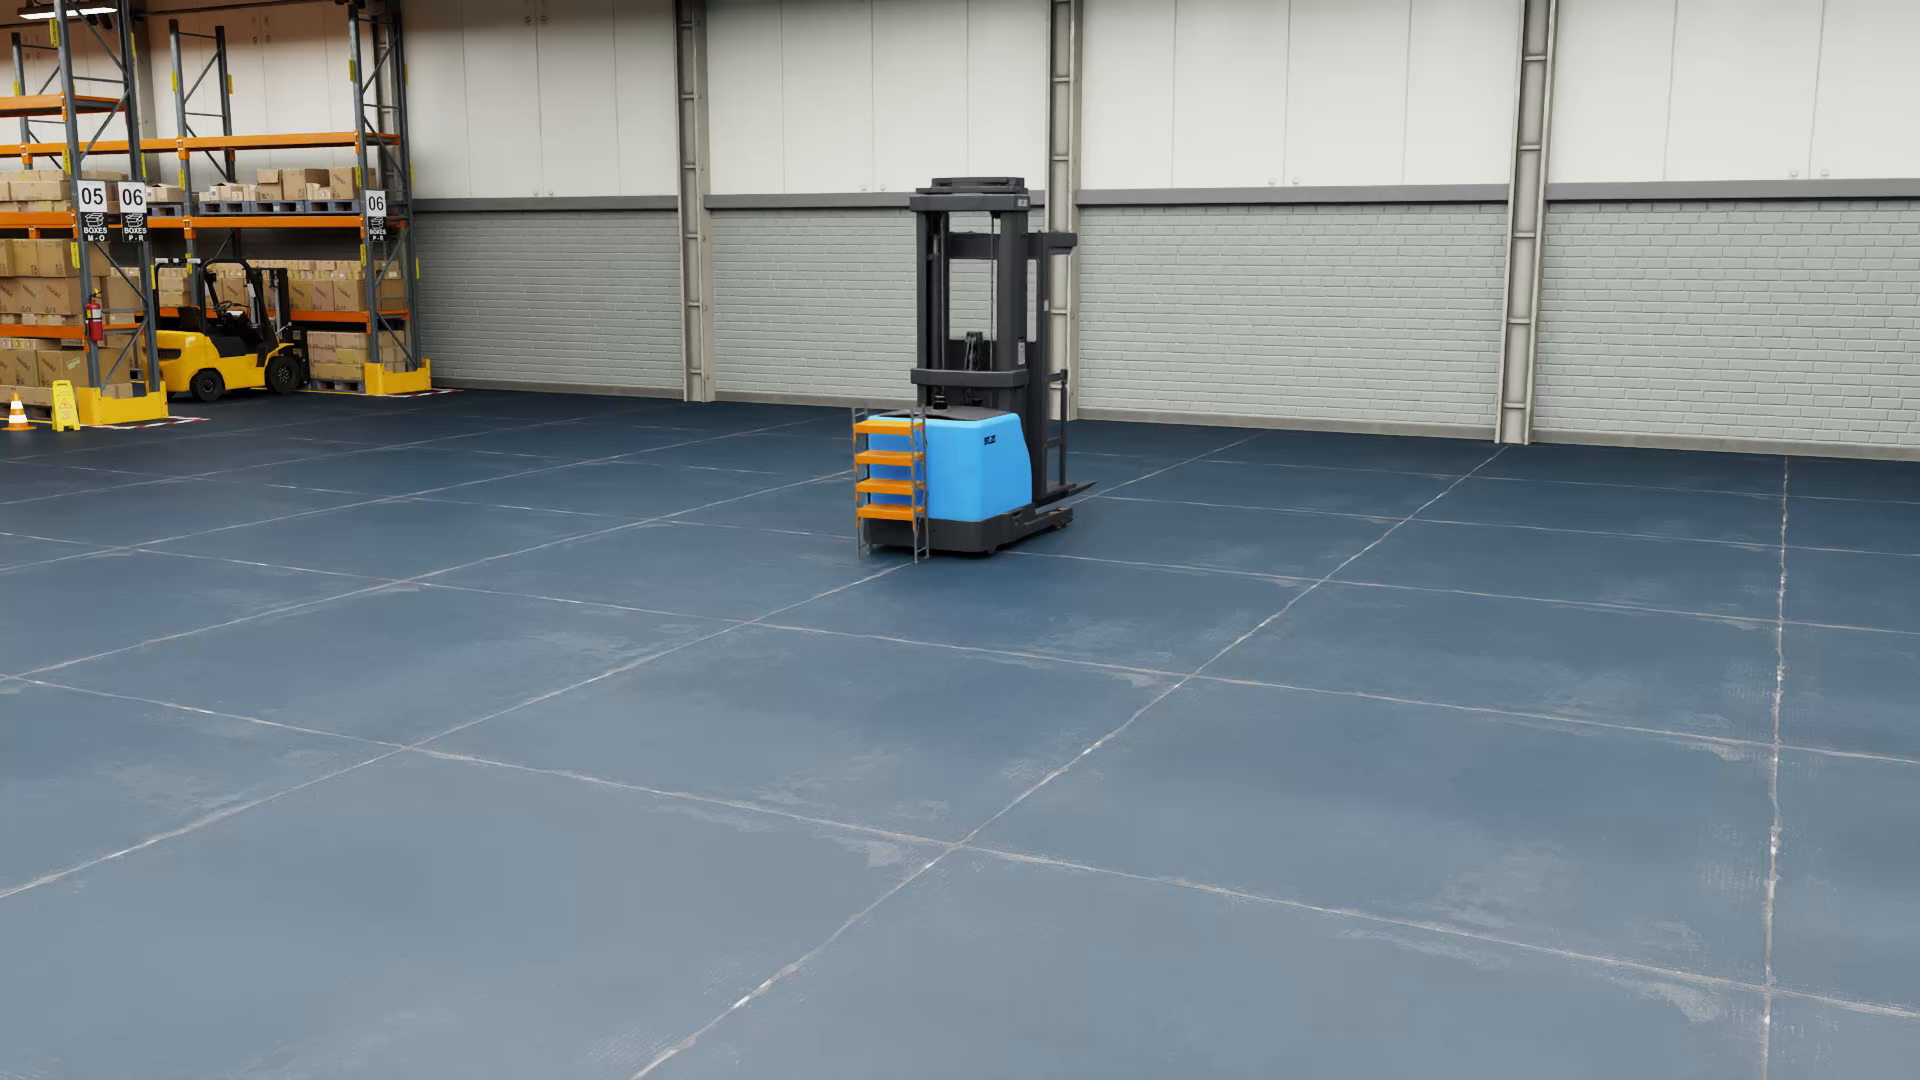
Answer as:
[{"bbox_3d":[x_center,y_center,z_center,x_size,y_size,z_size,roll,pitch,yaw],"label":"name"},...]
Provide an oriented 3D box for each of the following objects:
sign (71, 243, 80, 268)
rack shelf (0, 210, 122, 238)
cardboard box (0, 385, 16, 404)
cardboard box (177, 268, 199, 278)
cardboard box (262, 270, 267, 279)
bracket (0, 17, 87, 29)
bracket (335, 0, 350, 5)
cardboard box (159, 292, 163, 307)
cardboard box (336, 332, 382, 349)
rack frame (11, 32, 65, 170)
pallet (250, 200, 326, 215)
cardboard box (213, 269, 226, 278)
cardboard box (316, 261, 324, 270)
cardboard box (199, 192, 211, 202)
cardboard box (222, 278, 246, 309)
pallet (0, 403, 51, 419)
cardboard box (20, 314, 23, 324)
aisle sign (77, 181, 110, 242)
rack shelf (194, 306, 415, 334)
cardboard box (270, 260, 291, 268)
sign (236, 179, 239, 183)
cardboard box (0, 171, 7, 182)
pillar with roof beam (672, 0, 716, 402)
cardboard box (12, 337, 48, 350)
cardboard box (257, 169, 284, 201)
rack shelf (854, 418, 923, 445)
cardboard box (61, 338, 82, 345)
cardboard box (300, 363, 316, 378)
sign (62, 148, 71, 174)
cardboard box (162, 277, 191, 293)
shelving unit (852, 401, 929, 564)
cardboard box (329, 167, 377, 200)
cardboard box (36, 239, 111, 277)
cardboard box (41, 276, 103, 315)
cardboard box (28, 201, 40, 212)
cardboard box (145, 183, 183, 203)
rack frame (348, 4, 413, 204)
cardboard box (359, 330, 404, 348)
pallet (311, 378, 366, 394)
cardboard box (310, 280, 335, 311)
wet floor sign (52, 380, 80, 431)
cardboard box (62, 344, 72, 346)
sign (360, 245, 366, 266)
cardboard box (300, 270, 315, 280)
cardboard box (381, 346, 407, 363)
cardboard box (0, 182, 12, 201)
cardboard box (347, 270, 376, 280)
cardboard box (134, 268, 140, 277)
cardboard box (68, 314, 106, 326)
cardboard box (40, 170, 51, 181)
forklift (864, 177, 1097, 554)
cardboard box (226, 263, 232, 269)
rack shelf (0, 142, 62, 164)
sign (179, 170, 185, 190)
[{"bbox_3d":[-11.607,-3.736,21.813,0.005,0.325,0.100,5,11,26],"label":"sign"},{"bbox_3d":[-13.137,-4.378,23.093,4.000,0.370,1.077,5,11,26],"label":"rack shelf"},{"bbox_3d":[-13.120,-2.055,23.203,0.500,0.250,0.500,5,11,24],"label":"cardboard box"},{"bbox_3d":[-13.142,-4.566,28.435,0.250,0.149,0.380,5,12,28],"label":"cardboard box"},{"bbox_3d":[-11.433,-4.402,27.529,0.250,0.149,0.380,5,11,24],"label":"cardboard box"},{"bbox_3d":[-17.596,-9.465,30.653,4.783,0.066,0.076,5,11,26],"label":"bracket"},{"bbox_3d":[-9.905,-8.789,26.919,0.430,0.232,0.235,5,11,26],"label":"bracket"},{"bbox_3d":[-13.758,-4.169,28.765,0.500,0.250,0.500,5,11,25],"label":"cardboard box"},{"bbox_3d":[-9.701,-3.223,26.851,0.500,0.250,0.500,5,12,28],"label":"cardboard box"},{"bbox_3d":[-16.324,-7.474,29.756,0.127,3.000,1.000,5,11,26],"label":"rack frame"},{"bbox_3d":[-10.871,-5.479,27.409,1.213,0.211,1.003,5,11,26],"label":"pallet"},{"bbox_3d":[-12.335,-4.487,28.000,0.250,0.149,0.380,5,12,27],"label":"cardboard box"},{"bbox_3d":[-10.236,-4.463,27.028,0.250,0.149,0.380,5,11,26],"label":"cardboard box"},{"bbox_3d":[-12.469,-5.731,27.795,0.250,0.149,0.380,5,12,27],"label":"cardboard box"},{"bbox_3d":[-11.980,-4.140,27.904,0.500,0.500,0.500,5,12,27],"label":"cardboard box"},{"bbox_3d":[-13.214,-1.898,23.624,1.213,0.211,1.003,5,11,26],"label":"pallet"},{"bbox_3d":[-12.682,-3.054,22.886,0.250,0.149,0.380,5,11,27],"label":"cardboard box"},{"bbox_3d":[-11.416,-4.326,21.911,0.004,0.787,0.394,5,11,26],"label":"aisle sign"},{"bbox_3d":[-10.944,-3.695,27.742,4.000,0.370,1.077,5,11,26],"label":"rack shelf"},{"bbox_3d":[-11.161,-4.543,27.472,0.250,0.149,0.380,5,11,26],"label":"cardboard box"},{"bbox_3d":[-12.493,-6.064,28.719,0.005,0.325,0.100,5,11,26],"label":"sign"},{"bbox_3d":[-12.872,-4.939,22.644,0.250,0.149,0.380,5,11,24],"label":"cardboard box"},{"bbox_3d":[-5.900,-5.882,20.960,0.400,9.000,9.100,5,11,26],"label":"pillar with roof beam"},{"bbox_3d":[-12.760,-2.700,22.840,0.250,0.149,0.380,5,12,27],"label":"cardboard box"},{"bbox_3d":[-11.037,-5.819,27.285,0.637,0.503,0.797,5,12,28],"label":"cardboard box"},{"bbox_3d":[-0.541,-0.829,12.699,0.480,0.148,0.258,4,14,22],"label":"rack shelf"},{"bbox_3d":[-15.771,-3.508,30.181,0.625,0.625,0.875,5,12,28],"label":"cardboard box"},{"bbox_3d":[-10.598,-2.813,27.391,0.500,0.250,0.500,5,11,26],"label":"cardboard box"},{"bbox_3d":[-11.607,-4.923,21.599,0.005,0.325,0.100,5,11,26],"label":"sign"},{"bbox_3d":[-13.291,-4.376,28.506,0.500,0.250,0.500,5,11,25],"label":"cardboard box"},{"bbox_3d":[-0.532,-0.447,12.789,0.503,1.200,0.258,4,14,22],"label":"shelving unit"},{"bbox_3d":[-9.655,-5.668,26.463,0.500,0.500,0.500,5,12,28],"label":"cardboard box"},{"bbox_3d":[-11.898,-3.791,22.331,0.500,0.500,0.700,5,11,24],"label":"cardboard box"},{"bbox_3d":[-11.952,-3.292,22.383,0.500,0.500,0.500,5,11,25],"label":"cardboard box"},{"bbox_3d":[-12.248,-4.475,22.315,0.250,0.149,0.380,5,12,28],"label":"cardboard box"},{"bbox_3d":[-13.494,-5.912,28.344,0.500,0.311,0.500,5,11,24],"label":"cardboard box"},{"bbox_3d":[-9.150,-6.843,26.273,0.127,3.000,1.000,5,11,26],"label":"rack frame"},{"bbox_3d":[-9.497,-3.305,27.302,0.500,0.250,0.500,5,11,25],"label":"cardboard box"},{"bbox_3d":[-9.854,-2.573,27.352,1.213,0.211,1.003,5,11,26],"label":"pallet"},{"bbox_3d":[-10.169,-3.980,27.015,0.500,0.500,0.500,5,12,28],"label":"cardboard box"},{"bbox_3d":[-11.646,-1.754,21.608,0.267,0.644,0.232,-10,14,-43],"label":"wet floor sign"},{"bbox_3d":[-12.883,-2.512,23.621,0.500,0.500,0.500,5,12,27],"label":"cardboard box"},{"bbox_3d":[-9.403,-4.492,26.210,0.005,0.325,0.100,5,11,26],"label":"sign"},{"bbox_3d":[-10.511,-4.323,27.089,0.250,0.149,0.380,5,11,24],"label":"cardboard box"},{"bbox_3d":[-9.480,-3.061,27.358,0.500,0.250,0.500,5,12,27],"label":"cardboard box"},{"bbox_3d":[-12.839,-4.724,22.572,0.500,0.250,0.500,5,12,27],"label":"cardboard box"},{"bbox_3d":[-9.585,-4.242,26.644,0.250,0.149,0.380,5,11,27],"label":"cardboard box"},{"bbox_3d":[-14.079,-4.642,28.851,0.250,0.149,0.380,5,11,24],"label":"cardboard box"},{"bbox_3d":[-11.773,-2.970,22.422,0.250,0.149,0.380,5,12,28],"label":"cardboard box"},{"bbox_3d":[-11.991,-4.849,22.143,0.250,0.149,0.380,5,12,27],"label":"cardboard box"},{"bbox_3d":[0.325,-1.555,14.090,1.130,2.935,3.031,5,11,25],"label":"forklift"},{"bbox_3d":[-12.076,-4.624,27.918,0.250,0.149,0.380,5,11,25],"label":"cardboard box"},{"bbox_3d":[-18.118,-7.080,30.727,4.000,0.370,1.077,5,11,26],"label":"rack shelf"},{"bbox_3d":[-12.969,-6.004,27.725,0.005,0.325,0.100,5,11,26],"label":"sign"}]
